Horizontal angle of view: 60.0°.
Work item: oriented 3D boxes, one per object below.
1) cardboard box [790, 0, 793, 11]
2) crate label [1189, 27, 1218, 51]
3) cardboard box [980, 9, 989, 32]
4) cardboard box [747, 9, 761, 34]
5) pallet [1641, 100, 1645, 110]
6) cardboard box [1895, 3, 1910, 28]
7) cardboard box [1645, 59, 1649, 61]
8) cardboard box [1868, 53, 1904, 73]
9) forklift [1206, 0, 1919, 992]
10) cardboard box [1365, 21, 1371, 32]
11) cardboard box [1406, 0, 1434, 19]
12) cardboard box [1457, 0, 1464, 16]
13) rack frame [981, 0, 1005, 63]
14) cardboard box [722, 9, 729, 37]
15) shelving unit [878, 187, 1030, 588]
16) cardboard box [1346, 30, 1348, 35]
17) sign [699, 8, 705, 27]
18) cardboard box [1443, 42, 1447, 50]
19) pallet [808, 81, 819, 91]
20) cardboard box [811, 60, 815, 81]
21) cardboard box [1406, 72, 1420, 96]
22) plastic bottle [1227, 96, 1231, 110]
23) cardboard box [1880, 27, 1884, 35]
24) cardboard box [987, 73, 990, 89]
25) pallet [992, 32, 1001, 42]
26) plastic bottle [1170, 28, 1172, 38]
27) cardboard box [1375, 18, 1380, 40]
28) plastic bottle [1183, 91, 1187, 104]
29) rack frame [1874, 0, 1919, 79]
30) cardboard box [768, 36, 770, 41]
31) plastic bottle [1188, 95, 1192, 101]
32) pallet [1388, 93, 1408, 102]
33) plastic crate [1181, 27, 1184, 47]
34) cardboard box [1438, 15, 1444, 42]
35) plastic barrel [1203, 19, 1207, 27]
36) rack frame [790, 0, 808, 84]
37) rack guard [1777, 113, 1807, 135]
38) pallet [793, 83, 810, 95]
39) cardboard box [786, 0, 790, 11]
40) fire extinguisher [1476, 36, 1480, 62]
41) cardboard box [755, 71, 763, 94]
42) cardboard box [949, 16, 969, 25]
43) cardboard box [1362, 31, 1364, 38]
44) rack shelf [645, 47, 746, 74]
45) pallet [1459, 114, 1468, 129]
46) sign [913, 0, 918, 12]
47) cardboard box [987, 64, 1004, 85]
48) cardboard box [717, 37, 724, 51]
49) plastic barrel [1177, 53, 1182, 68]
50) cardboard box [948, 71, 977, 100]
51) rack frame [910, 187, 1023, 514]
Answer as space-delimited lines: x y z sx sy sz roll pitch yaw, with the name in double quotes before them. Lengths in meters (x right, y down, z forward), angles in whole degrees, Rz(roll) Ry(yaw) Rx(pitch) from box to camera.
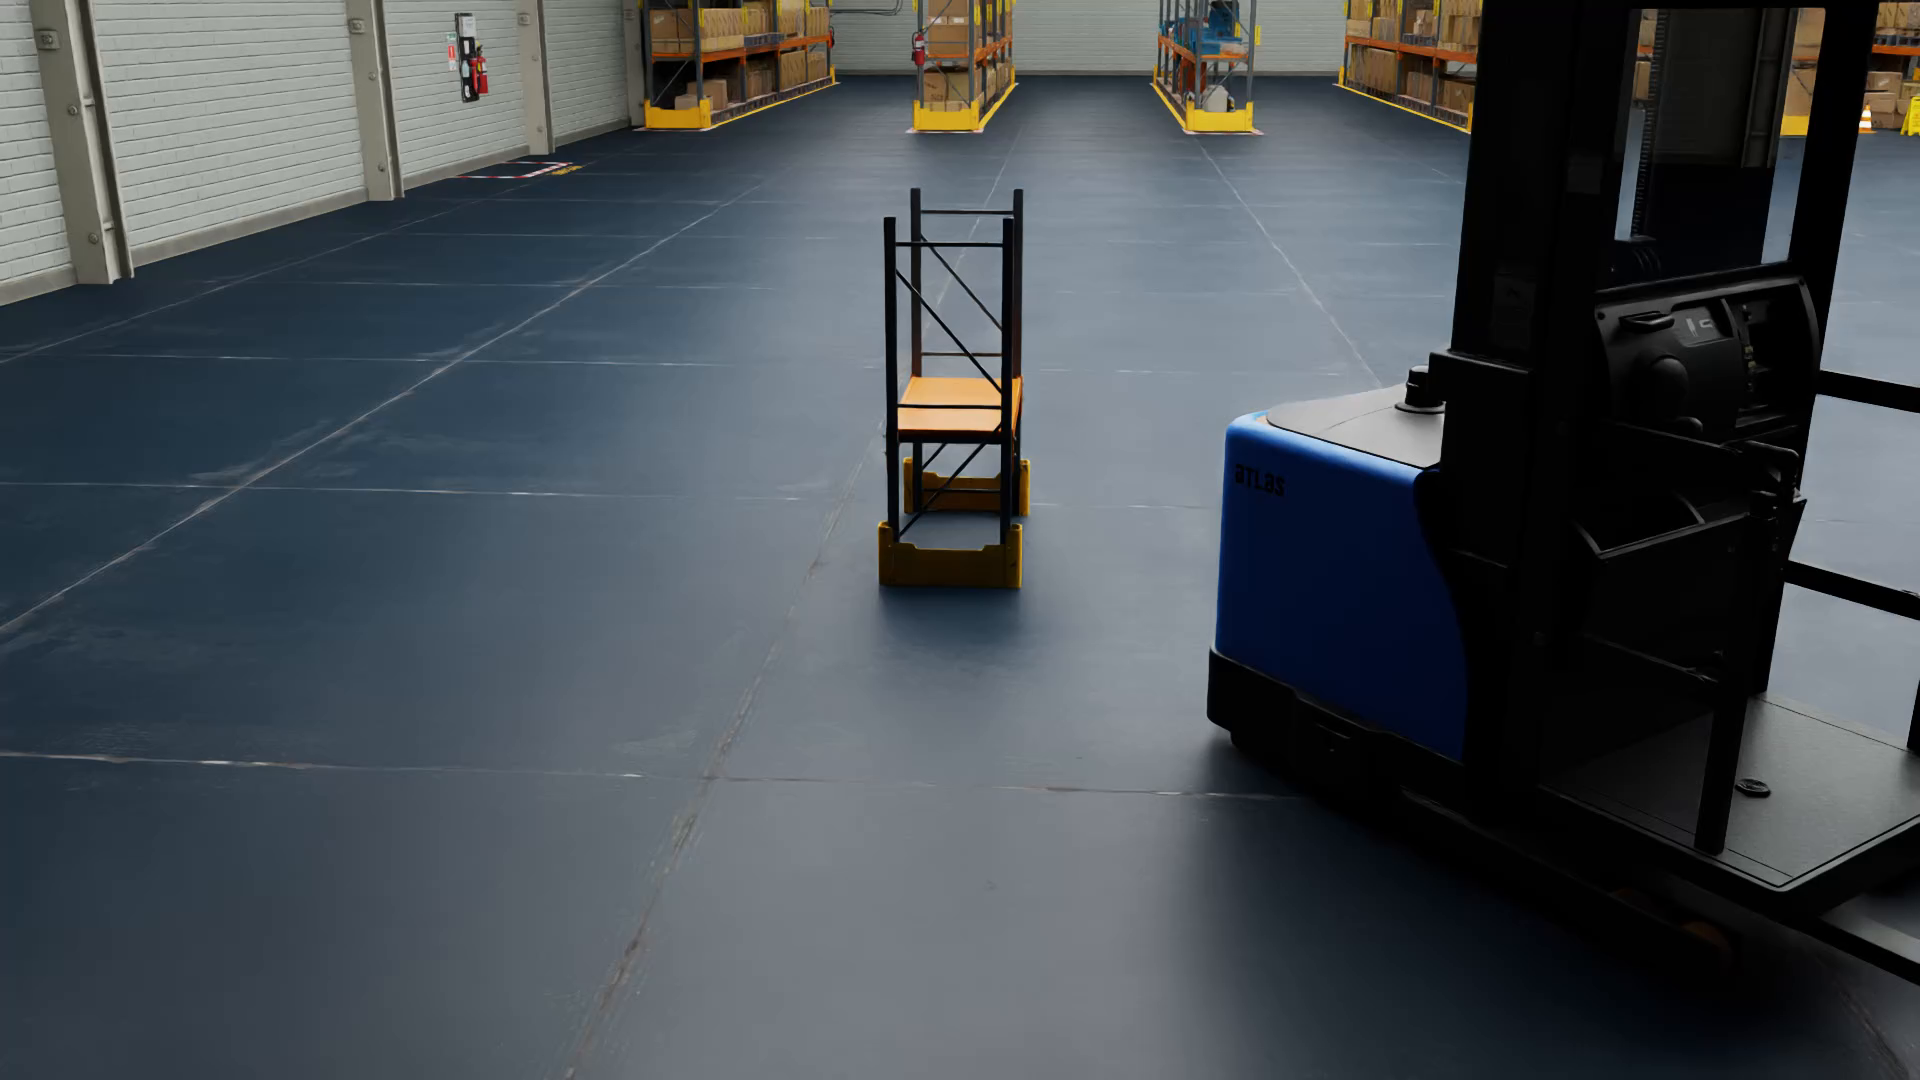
"cardboard box" -4.228 -12.651 39.340 0.500 0.250 0.500 1 18 3
"crate label" 4.553 -9.369 31.141 0.502 0.435 0.616 1 18 4
"cardboard box" 0.257 -11.816 37.831 0.700 0.500 0.500 -5 19 -15
"cardboard box" -4.708 -11.203 35.929 0.700 0.500 0.500 1 18 4
"pallet" 14.923 -9.060 34.734 1.003 0.211 1.213 1 18 4
"cardboard box" 19.764 -10.854 34.418 0.500 0.500 0.500 2 18 5
"cardboard box" 15.435 -10.583 37.040 0.500 0.250 0.500 0 18 1
"cardboard box" 20.221 -10.330 36.869 0.875 0.875 0.875 1 18 3
"forklift" 2.054 -0.461 4.122 1.130 2.935 3.031 -12 22 -33
"cardboard box" 10.261 -12.604 40.834 0.500 0.250 0.500 1 18 3
"cardboard box" 10.273 -11.899 37.149 0.797 0.503 0.637 2 18 6
"cardboard box" 9.536 -9.970 30.788 0.500 0.500 0.500 1 18 4
"rack frame" 0.611 -12.613 41.099 1.000 3.000 0.127 1 18 4
"cardboard box" -4.743 -9.906 31.841 0.500 0.500 0.500 2 18 6
"shelving unit" -0.005 -0.689 7.117 0.587 1.500 1.083 1 18 4
"cardboard box" 10.423 -13.411 43.937 0.380 0.149 0.250 1 18 5
"sign" -4.650 -9.395 29.887 0.100 0.325 0.005 1 18 4
"cardboard box" 9.581 -9.571 32.219 0.380 0.149 0.250 1 18 4
"pallet" -4.198 -11.632 42.583 1.003 0.211 1.213 1 18 4
"cardboard box" -4.135 -12.120 42.935 0.700 0.500 0.500 1 18 3
"cardboard box" 10.176 -9.961 36.313 0.700 0.500 0.500 0 18 1
"plastic bottle" 5.156 -8.350 31.762 0.097 0.271 0.097 0 18 0
"cardboard box" 19.826 -10.824 35.367 0.380 0.149 0.250 0 18 1
"cardboard box" 0.356 -9.566 34.641 0.500 0.311 0.500 1 18 3
"pallet" 0.303 -11.492 37.985 1.213 0.211 1.003 1 18 4
"plastic bottle" 5.071 -12.020 39.487 0.152 0.276 0.135 1 18 4
"cardboard box" 10.174 -12.145 39.509 0.500 0.500 0.500 1 18 4
"plastic bottle" 4.517 -8.840 33.259 0.097 0.271 0.097 0 18 0
"rack frame" 20.089 -10.927 35.954 1.000 3.000 0.127 1 18 4
"cardboard box" -4.363 -11.467 37.974 0.380 0.149 0.250 1 18 3
"plastic bottle" 4.375 -8.310 31.621 0.061 0.283 0.133 2 18 5
"pallet" 10.336 -10.067 37.806 1.003 0.211 1.213 1 18 4
"plastic crate" 4.746 -10.359 34.244 0.392 0.384 0.575 1 18 4
"cardboard box" 9.824 -9.957 32.354 0.875 0.500 0.500 1 18 4
"plastic barrel" 5.348 -10.736 35.151 0.433 0.535 0.433 0 18 0
"rack frame" -4.330 -12.722 41.433 1.000 3.000 0.127 1 18 4
"rack guard" 14.569 -7.326 28.979 1.175 0.500 0.348 1 18 4
"pallet" -4.311 -11.156 41.131 1.003 0.211 1.213 1 18 4
"cardboard box" -4.258 -12.492 38.856 0.500 0.250 0.500 1 18 4
"fire extinguisher" 9.163 -8.602 28.981 0.296 0.674 0.183 1 18 4
"cardboard box" -4.770 -10.119 36.796 0.700 0.500 0.500 1 18 4
"cardboard box" -0.007 -9.359 29.966 0.380 0.149 0.250 1 18 4
"cardboard box" 10.242 -12.613 41.502 0.380 0.149 0.250 2 18 5
"rack shelf" -5.047 -9.275 32.066 1.077 0.370 4.000 1 18 4
"pallet" 9.730 -7.614 30.320 1.003 0.211 1.213 1 18 4
"sign" -0.790 -9.565 29.558 0.100 0.325 0.005 1 18 4
"cardboard box" 0.817 -11.321 40.464 0.500 0.500 0.500 1 18 4
"cardboard box" -4.774 -9.398 31.496 0.500 0.250 0.500 1 18 3
"plastic barrel" 5.444 -11.315 39.834 0.600 0.901 0.708 1 18 4
"cardboard box" 0.045 -8.452 30.938 0.500 0.500 0.500 1 18 4
"rack frame" 0.030 -0.844 7.590 0.500 1.500 0.032 1 18 4
